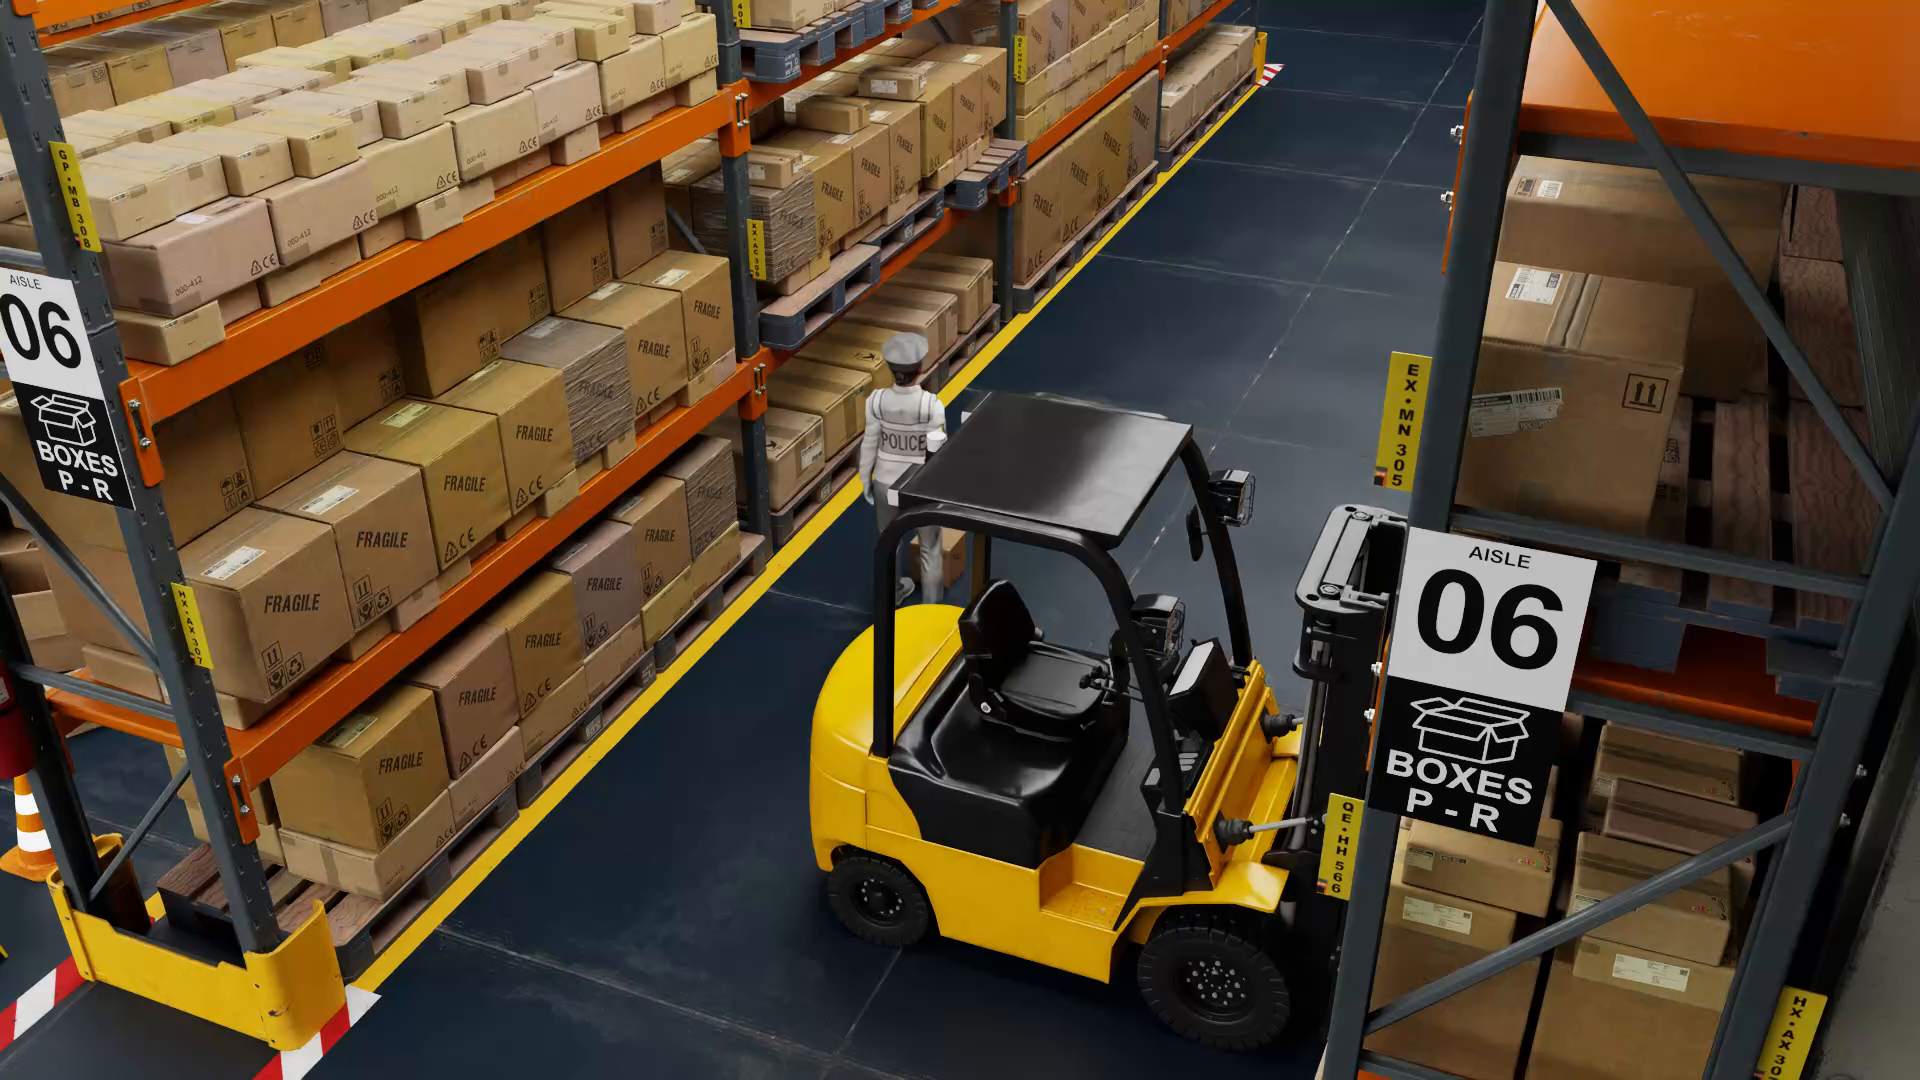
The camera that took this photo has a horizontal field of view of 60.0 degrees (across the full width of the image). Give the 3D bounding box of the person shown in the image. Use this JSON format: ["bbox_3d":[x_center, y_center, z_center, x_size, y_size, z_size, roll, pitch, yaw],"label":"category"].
[{"bbox_3d":[-0.278,-0.324,8.940,0.504,1.691,0.528,6,30,11],"label":"person"}]
